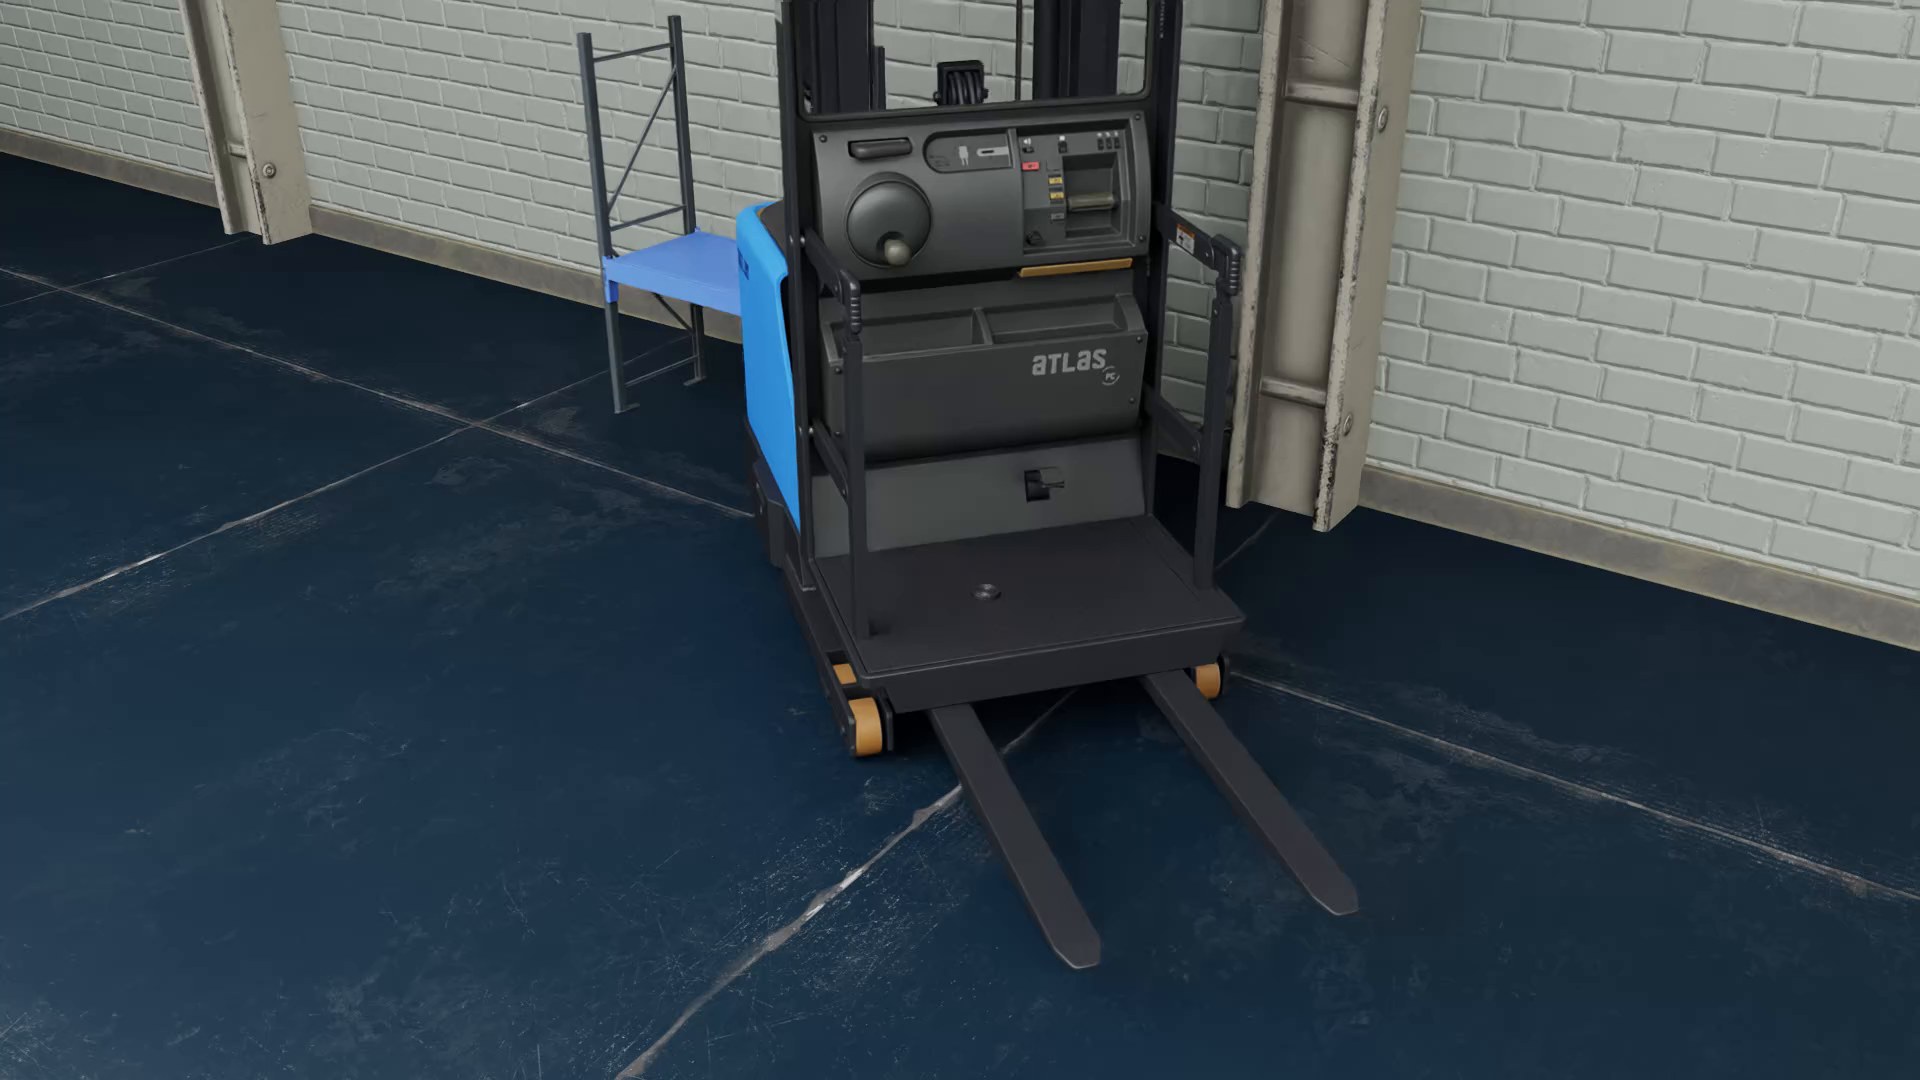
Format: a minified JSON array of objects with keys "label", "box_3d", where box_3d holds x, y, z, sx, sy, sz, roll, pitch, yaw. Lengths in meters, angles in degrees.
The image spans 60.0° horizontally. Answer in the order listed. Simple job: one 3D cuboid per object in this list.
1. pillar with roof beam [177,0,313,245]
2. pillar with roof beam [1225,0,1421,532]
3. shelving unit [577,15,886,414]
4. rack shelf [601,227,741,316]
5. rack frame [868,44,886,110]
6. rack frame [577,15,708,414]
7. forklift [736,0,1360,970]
[{"label":"pillar with roof beam","box_3d":[-6.180,-4.075,3.836,0.400,9.000,9.100,17,32,30]},{"label":"pillar with roof beam","box_3d":[-1.235,-2.534,0.808,0.400,9.000,9.100,17,32,30]},{"label":"shelving unit","box_3d":[-0.836,-1.134,6.325,1.048,1.500,0.538,19,33,32]},{"label":"rack shelf","box_3d":[-0.836,-0.974,6.406,1.000,0.185,0.538,19,33,32]},{"label":"rack frame","box_3d":[-0.430,-0.995,6.052,0.032,1.500,0.500,19,33,32]},{"label":"rack frame","box_3d":[-1.242,-1.273,6.598,0.032,1.500,0.500,19,33,32]},{"label":"forklift","box_3d":[0.134,-0.908,4.304,1.130,2.935,3.031,-8,28,-15]}]
